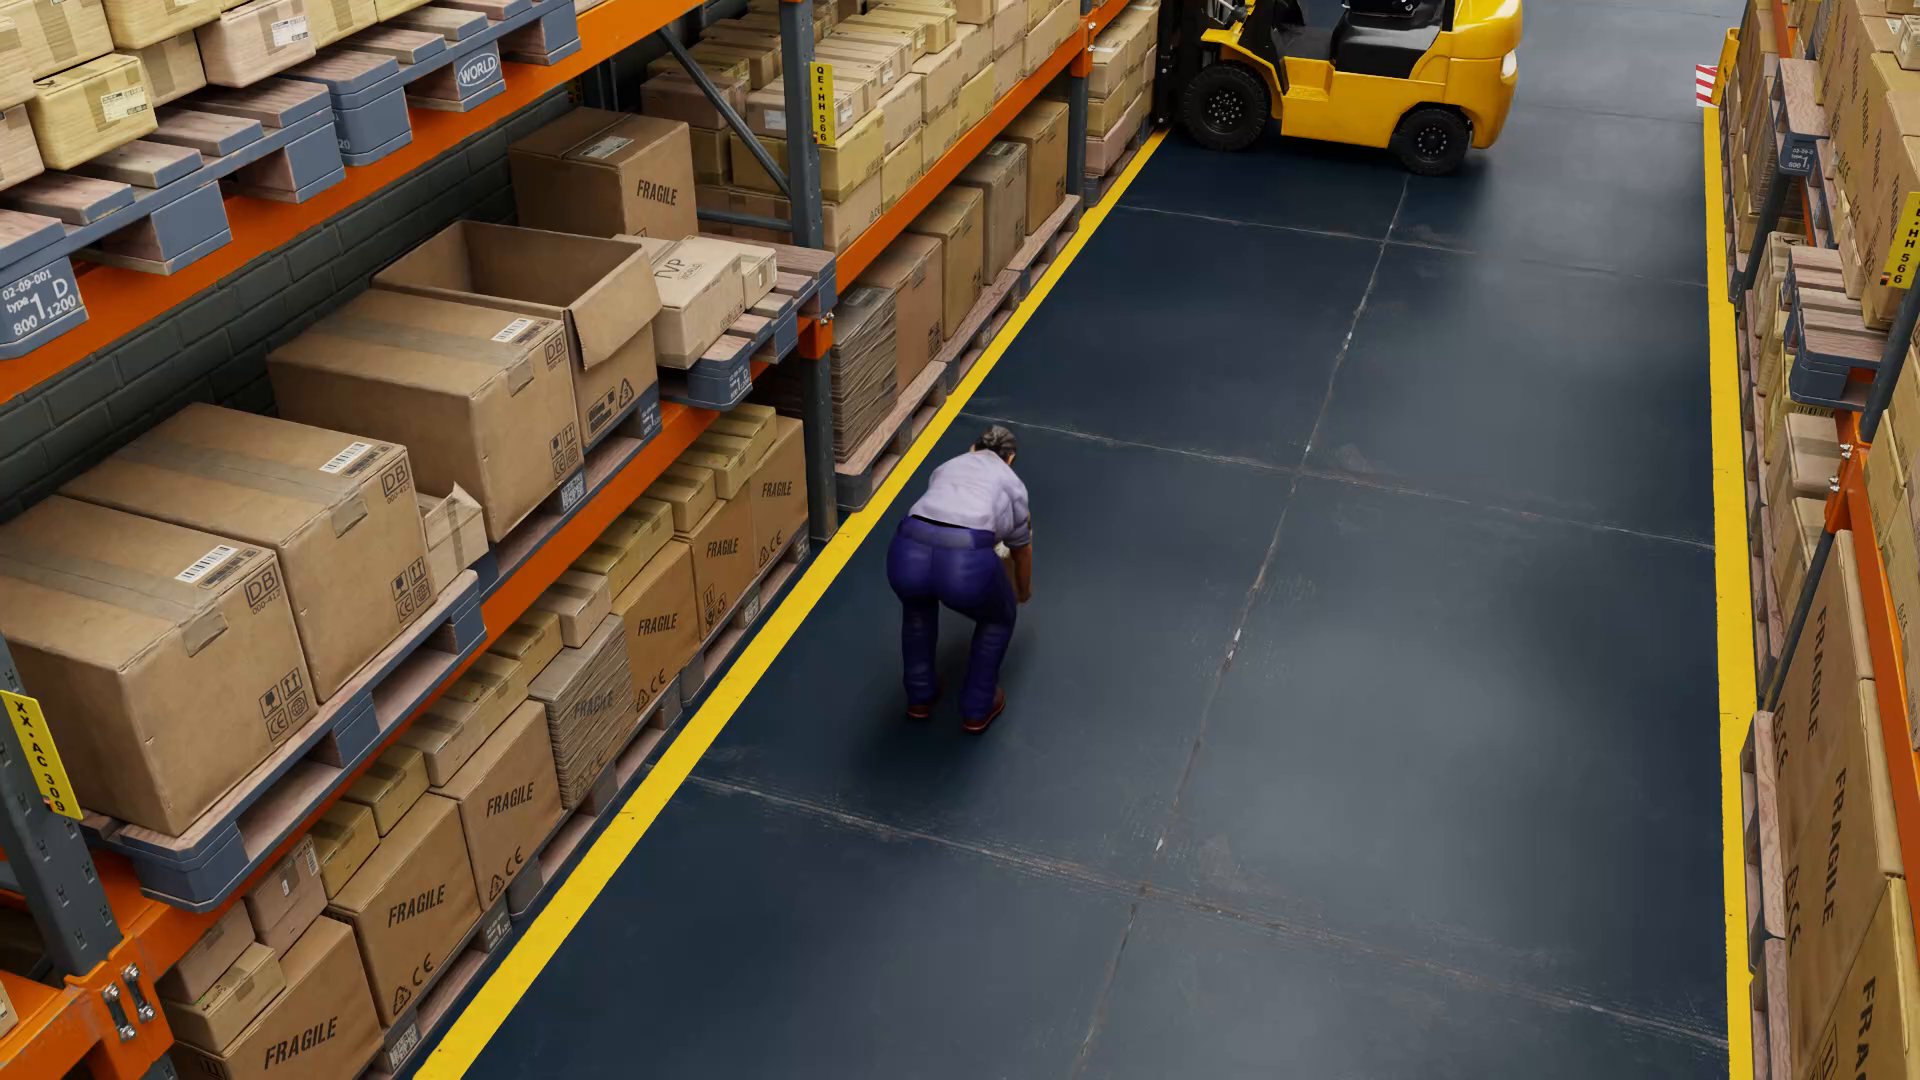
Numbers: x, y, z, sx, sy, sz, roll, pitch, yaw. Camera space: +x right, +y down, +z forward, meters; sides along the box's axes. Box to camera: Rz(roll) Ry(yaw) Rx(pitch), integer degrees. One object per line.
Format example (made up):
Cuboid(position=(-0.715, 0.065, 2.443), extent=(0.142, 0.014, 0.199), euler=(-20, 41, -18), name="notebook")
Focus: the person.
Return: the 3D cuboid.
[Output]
Cuboid(position=(0.022, 0.169, 6.475), extent=(0.460, 1.017, 0.907), euler=(10, 35, 15), name="person")
